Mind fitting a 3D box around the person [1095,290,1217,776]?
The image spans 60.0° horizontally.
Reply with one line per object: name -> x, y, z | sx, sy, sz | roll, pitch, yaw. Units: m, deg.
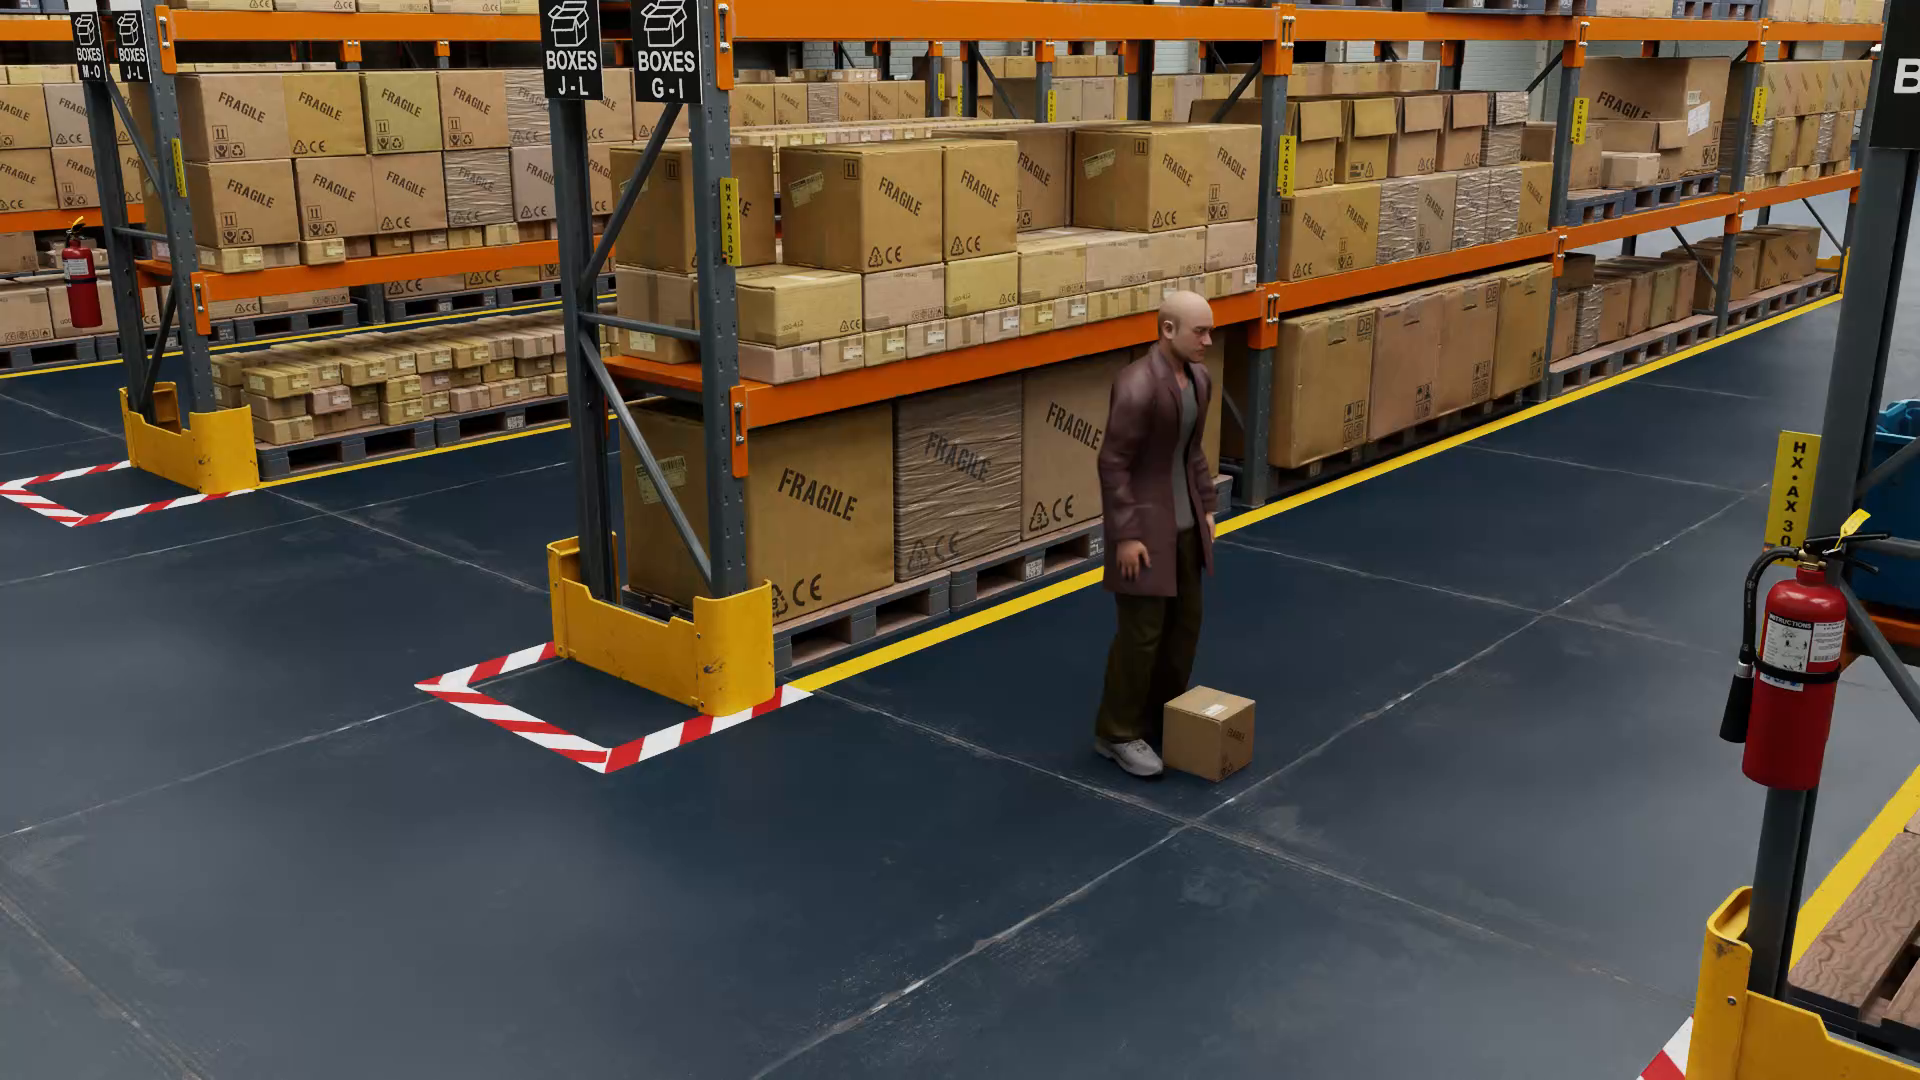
person -> 0.753, -0.048, 6.227 | 0.416, 1.774, 0.653 | 14, 22, 39
